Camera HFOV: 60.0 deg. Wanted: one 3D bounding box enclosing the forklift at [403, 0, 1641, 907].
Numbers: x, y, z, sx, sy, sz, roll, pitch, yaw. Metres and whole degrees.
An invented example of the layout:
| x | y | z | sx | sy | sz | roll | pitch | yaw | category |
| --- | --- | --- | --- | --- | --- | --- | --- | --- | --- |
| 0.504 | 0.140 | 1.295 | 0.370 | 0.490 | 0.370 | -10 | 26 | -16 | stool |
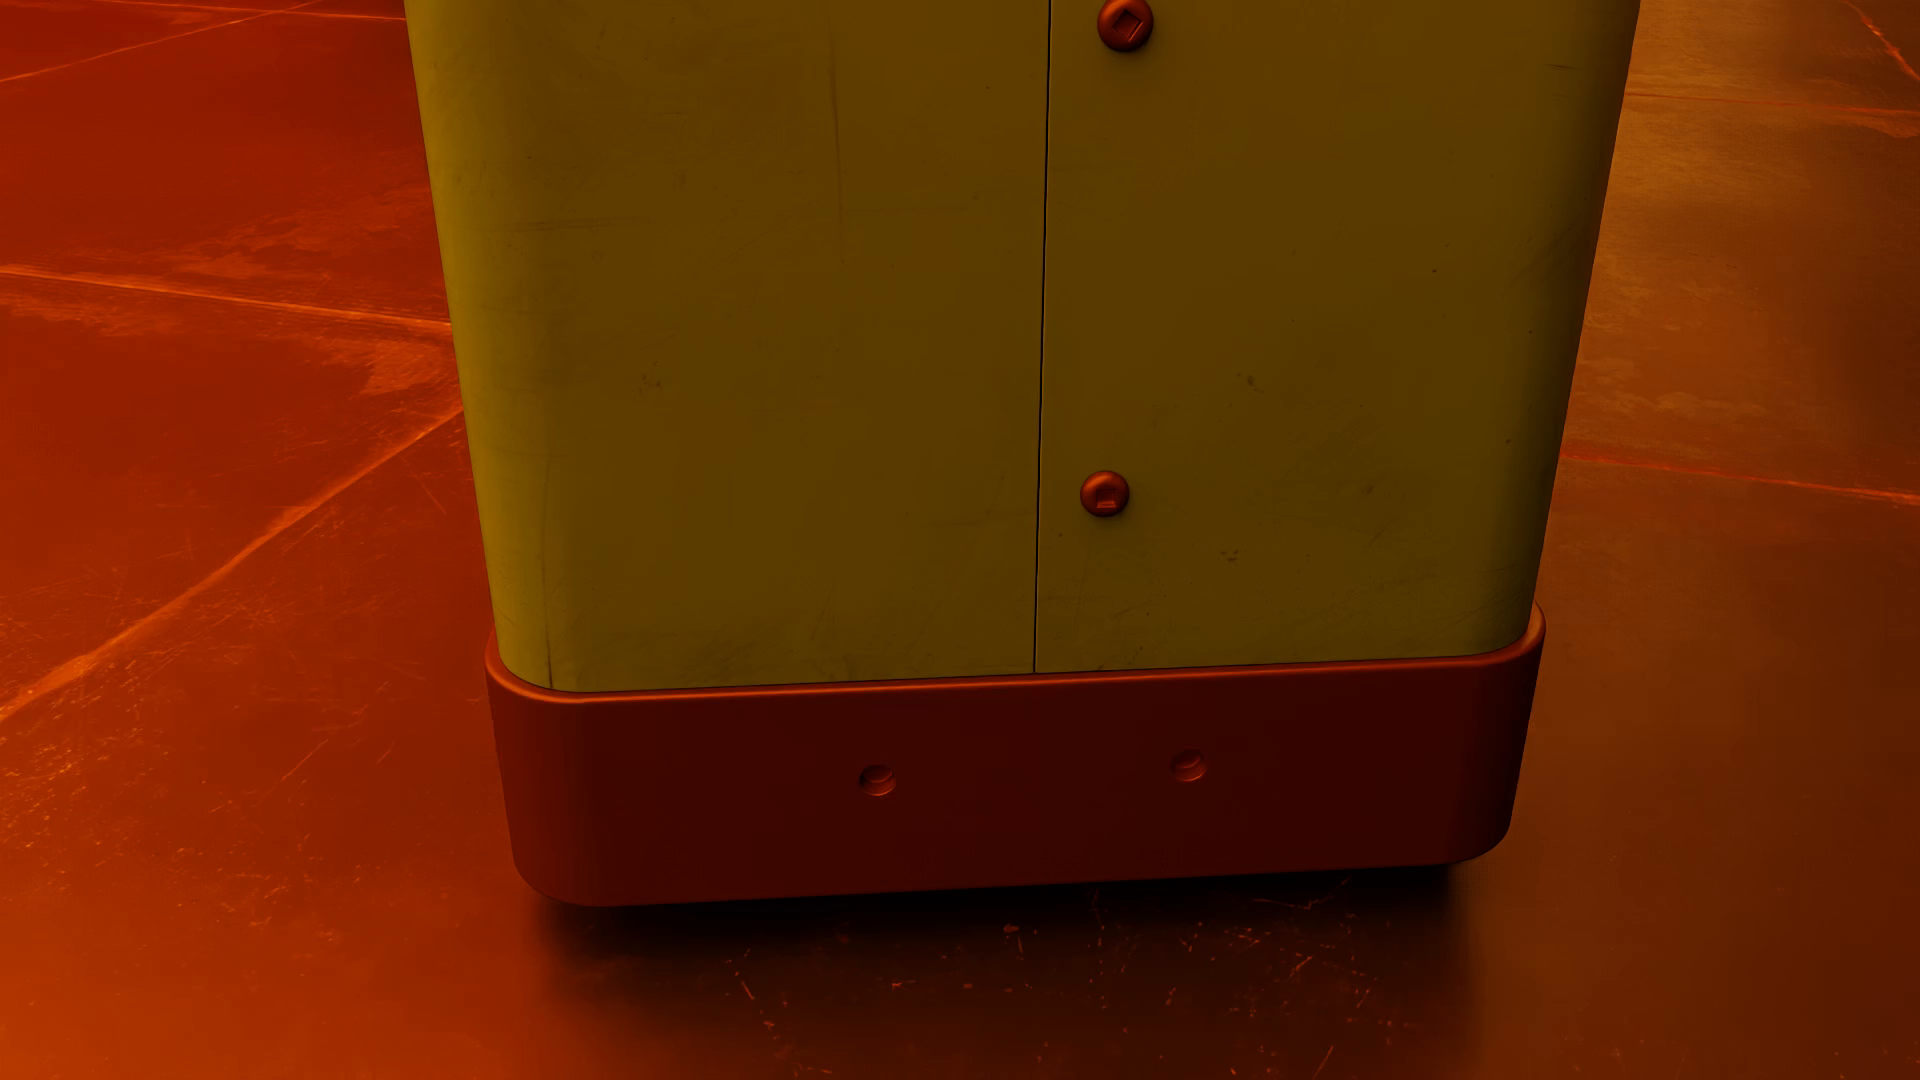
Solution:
| x | y | z | sx | sy | sz | roll | pitch | yaw | category |
| --- | --- | --- | --- | --- | --- | --- | --- | --- | --- |
| -0.048 | -1.581 | 2.374 | 1.130 | 2.935 | 3.031 | -2 | 27 | -4 | forklift |
